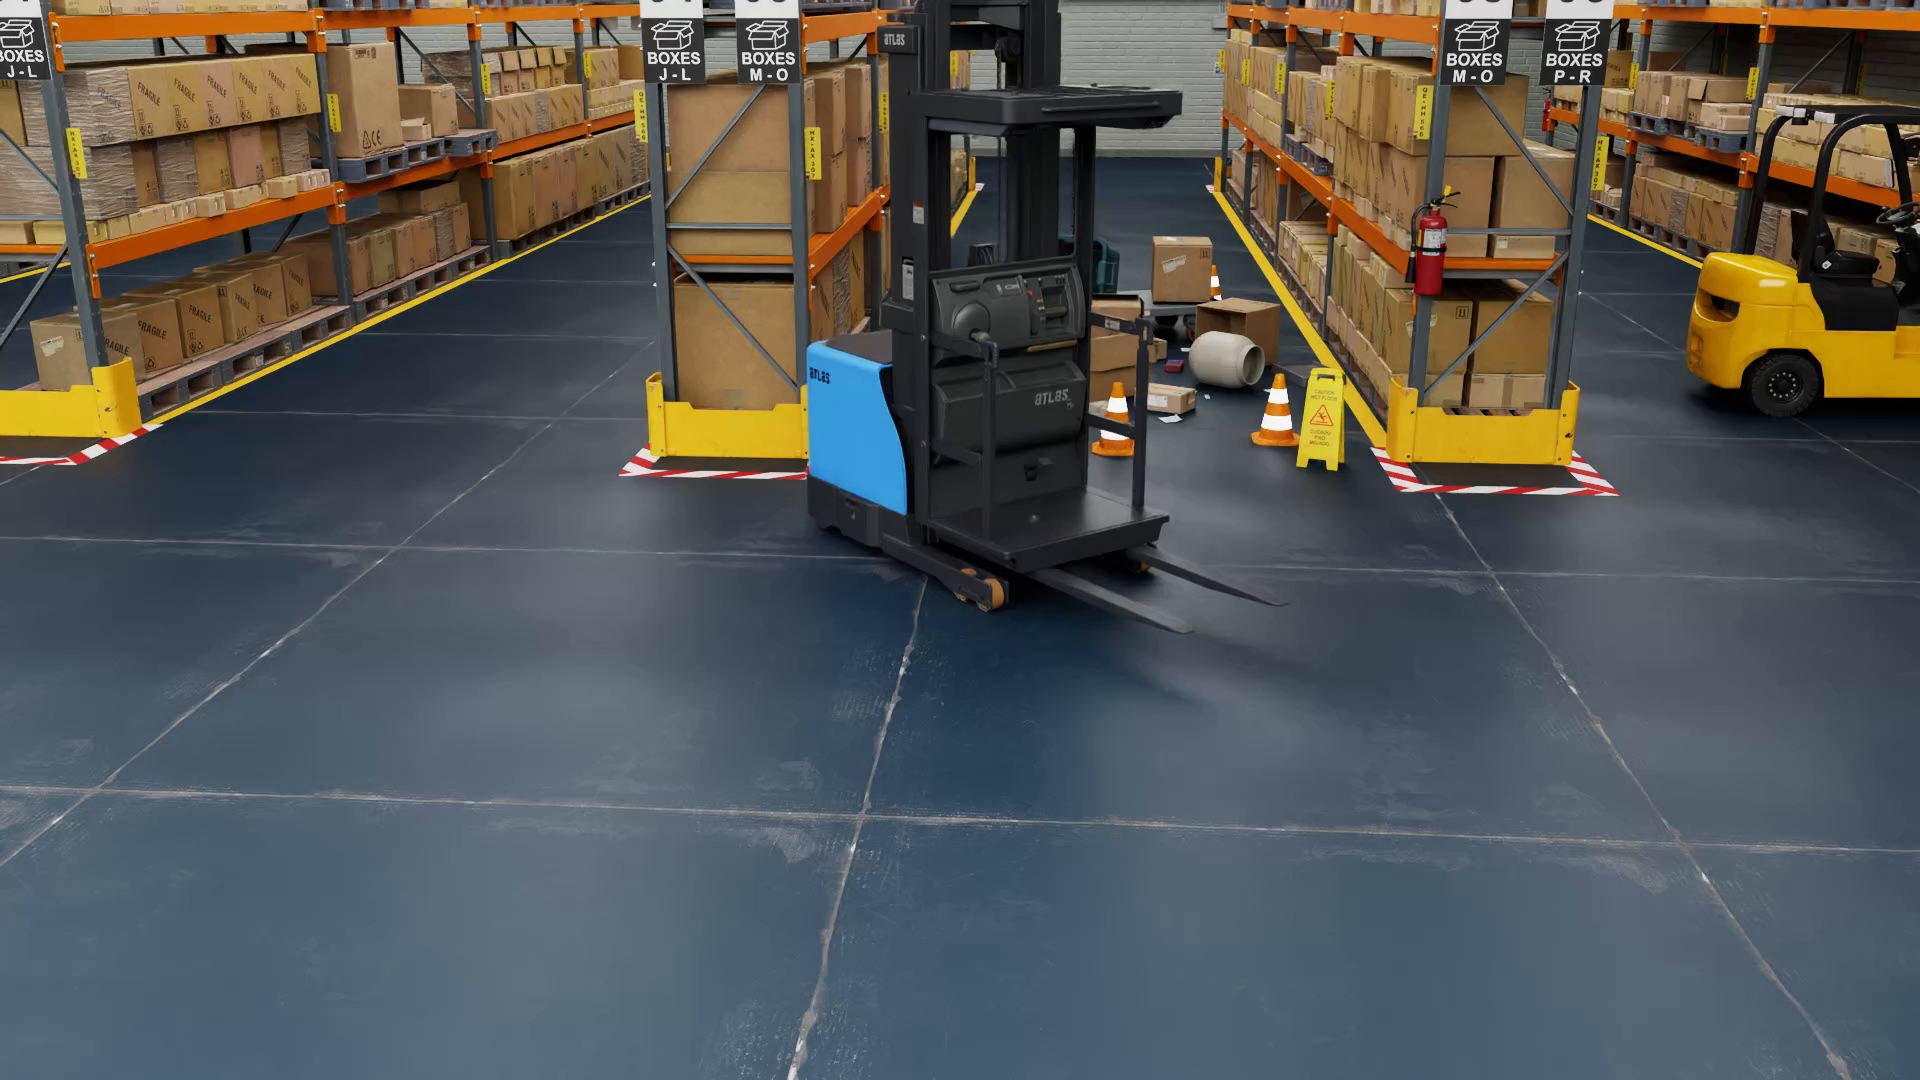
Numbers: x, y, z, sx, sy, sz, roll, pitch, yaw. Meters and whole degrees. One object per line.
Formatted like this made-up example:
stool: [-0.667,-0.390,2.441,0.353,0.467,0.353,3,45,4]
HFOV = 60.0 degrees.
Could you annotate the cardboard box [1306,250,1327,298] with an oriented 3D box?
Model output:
cardboard box: [3.822,-2.537,15.893,0.950,0.372,0.625,2,18,7]

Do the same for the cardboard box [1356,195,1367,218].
cardboard box: [3.295,-2.592,12.921,0.380,0.149,0.250,1,18,4]

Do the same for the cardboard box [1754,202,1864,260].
cardboard box: [8.918,-3.210,17.541,0.875,0.625,0.625,2,18,6]

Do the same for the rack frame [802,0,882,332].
rack frame: [-1.206,-3.279,14.612,1.000,3.000,0.127,1,18,4]

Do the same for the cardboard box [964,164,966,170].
cardboard box: [-0.099,-5.821,25.798,0.380,0.149,0.250,1,18,2]

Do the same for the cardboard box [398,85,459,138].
cardboard box: [-5.798,-4.566,17.705,0.700,0.500,0.500,4,19,12]

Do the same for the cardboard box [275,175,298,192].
cardboard box: [-5.973,-3.074,14.392,0.380,0.149,0.250,1,18,4]

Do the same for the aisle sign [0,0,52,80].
aisle sign: [-6.138,-3.388,10.770,0.394,0.787,0.004,1,18,4]

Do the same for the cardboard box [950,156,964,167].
cardboard box: [-0.144,-5.639,24.765,0.380,0.149,0.250,2,18,6]

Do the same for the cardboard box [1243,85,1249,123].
cardboard box: [4.090,-5.881,22.394,0.500,0.500,0.500,1,18,4]

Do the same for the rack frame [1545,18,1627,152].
rack frame: [9.550,-6.817,25.410,1.000,3.000,0.127,1,18,4]

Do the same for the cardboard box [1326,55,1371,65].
cardboard box: [4.305,-5.112,18.441,0.500,0.500,0.500,1,18,2]

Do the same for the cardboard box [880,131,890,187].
cardboard box: [-0.900,-3.484,15.076,0.500,0.500,0.500,1,18,5]

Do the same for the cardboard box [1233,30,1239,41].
cardboard box: [4.216,-7.410,24.412,0.380,0.149,0.250,1,18,2]

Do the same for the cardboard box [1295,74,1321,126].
cardboard box: [3.732,-4.534,17.129,0.500,0.500,0.500,2,18,7]

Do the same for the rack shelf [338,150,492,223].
rack shelf: [-6.003,-3.700,17.053,1.077,0.370,4.000,1,18,4]

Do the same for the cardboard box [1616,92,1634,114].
cardboard box: [9.056,-5.808,22.095,0.500,0.250,0.500,2,18,5]

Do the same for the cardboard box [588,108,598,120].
cardboard box: [-5.220,-5.870,22.925,0.380,0.149,0.250,1,18,4]

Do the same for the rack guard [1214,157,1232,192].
rack guard: [4.601,-5.746,26.156,1.175,0.500,0.348,1,18,4]

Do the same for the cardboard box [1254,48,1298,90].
cardboard box: [3.985,-5.918,20.900,0.500,0.500,0.500,1,18,4]

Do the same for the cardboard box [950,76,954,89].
cardboard box: [-0.346,-6.100,22.585,0.500,0.500,0.500,1,18,3]

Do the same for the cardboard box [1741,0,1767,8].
cardboard box: [8.771,-5.851,17.886,0.500,0.250,0.500,1,18,2]

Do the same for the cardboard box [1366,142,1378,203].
cardboard box: [3.351,-2.789,12.478,0.500,0.500,0.500,1,18,5]

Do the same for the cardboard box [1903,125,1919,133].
cardboard box: [8.493,-3.637,14.504,0.380,0.149,0.250,1,18,3]

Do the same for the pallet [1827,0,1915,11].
pallet: [8.940,-5.108,15.680,1.003,0.211,1.213,2,18,6]

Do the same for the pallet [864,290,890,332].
pallet: [-1.226,-2.195,15.782,1.003,0.211,1.213,1,18,4]

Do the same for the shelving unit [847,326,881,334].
shelving unit: [-0.564,-0.746,10.014,0.215,1.050,0.252,-2,18,-5]

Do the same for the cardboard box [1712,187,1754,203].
cardboard box: [8.748,-3.897,18.796,0.380,0.149,0.250,0,18,1]

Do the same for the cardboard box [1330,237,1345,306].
cardboard box: [3.427,-2.272,14.075,0.500,0.500,0.500,2,18,7]

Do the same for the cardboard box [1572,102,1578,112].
cardboard box: [9.217,-6.362,24.425,0.380,0.149,0.250,2,18,6]

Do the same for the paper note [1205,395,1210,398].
paper note: [1.898,-1.102,12.770,0.032,0.001,0.123,1,18,4]

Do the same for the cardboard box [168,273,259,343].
cardboard box: [-6.214,-1.937,13.856,0.500,0.500,0.500,0,18,-1]

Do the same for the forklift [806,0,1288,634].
forklift: [0.386,-1.207,8.398,1.130,2.935,3.031,-13,22,-34]

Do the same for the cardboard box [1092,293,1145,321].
cardboard box: [1.111,-1.728,13.671,0.797,0.637,0.503,1,18,4]

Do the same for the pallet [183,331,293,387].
pallet: [-6.244,-1.506,13.681,1.003,0.211,1.213,1,18,4]

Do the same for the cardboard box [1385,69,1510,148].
cardboard box: [3.314,-2.942,11.340,0.700,0.500,0.500,1,18,4]

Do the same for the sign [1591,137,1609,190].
sign: [3.993,-2.357,10.407,0.100,0.325,0.005,1,18,4]

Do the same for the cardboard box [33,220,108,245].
cardboard box: [-6.175,-2.142,11.547,0.380,0.149,0.250,1,18,4]

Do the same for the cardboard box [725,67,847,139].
cardboard box: [-1.366,-3.411,13.041,0.875,0.550,0.550,1,18,4]

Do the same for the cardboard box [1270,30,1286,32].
cardboard box: [4.695,-7.323,24.147,0.380,0.149,0.250,1,18,3]

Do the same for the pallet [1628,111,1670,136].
pallet: [9.097,-5.238,20.898,1.003,0.211,1.213,1,18,4]

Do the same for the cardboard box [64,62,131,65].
cardboard box: [-6.571,-3.329,12.523,0.500,0.500,0.500,1,18,4]

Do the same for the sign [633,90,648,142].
sign: [-2.033,-2.716,10.653,0.100,0.325,0.005,1,18,4]

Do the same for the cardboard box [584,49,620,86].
cardboard box: [-5.207,-6.789,23.885,0.500,0.500,0.500,1,18,2]

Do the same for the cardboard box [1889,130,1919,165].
cardboard box: [8.470,-3.414,14.464,0.500,0.250,0.500,1,18,3]

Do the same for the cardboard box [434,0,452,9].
cardboard box: [-5.671,-5.710,17.455,0.500,0.250,0.500,1,18,4]

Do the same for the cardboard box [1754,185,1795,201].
cardboard box: [9.308,-3.968,19.014,0.380,0.149,0.250,2,18,5]

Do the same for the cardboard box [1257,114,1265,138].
cardboard box: [3.884,-5.008,20.129,0.500,0.250,0.500,1,18,3]

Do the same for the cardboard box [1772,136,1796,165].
cardboard box: [8.660,-3.973,16.970,0.500,0.250,0.500,1,18,3]

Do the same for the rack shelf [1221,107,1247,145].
rack shelf: [4.455,-5.963,23.961,1.077,0.370,4.000,1,18,4]

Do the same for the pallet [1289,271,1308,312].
pallet: [3.878,-2.496,16.702,1.003,0.211,1.213,1,18,4]

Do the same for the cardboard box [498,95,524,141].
cardboard box: [-5.518,-5.016,19.752,0.500,0.500,0.500,1,18,2]

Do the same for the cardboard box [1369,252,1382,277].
cardboard box: [3.250,-2.045,12.341,0.380,0.149,0.250,2,18,6]
